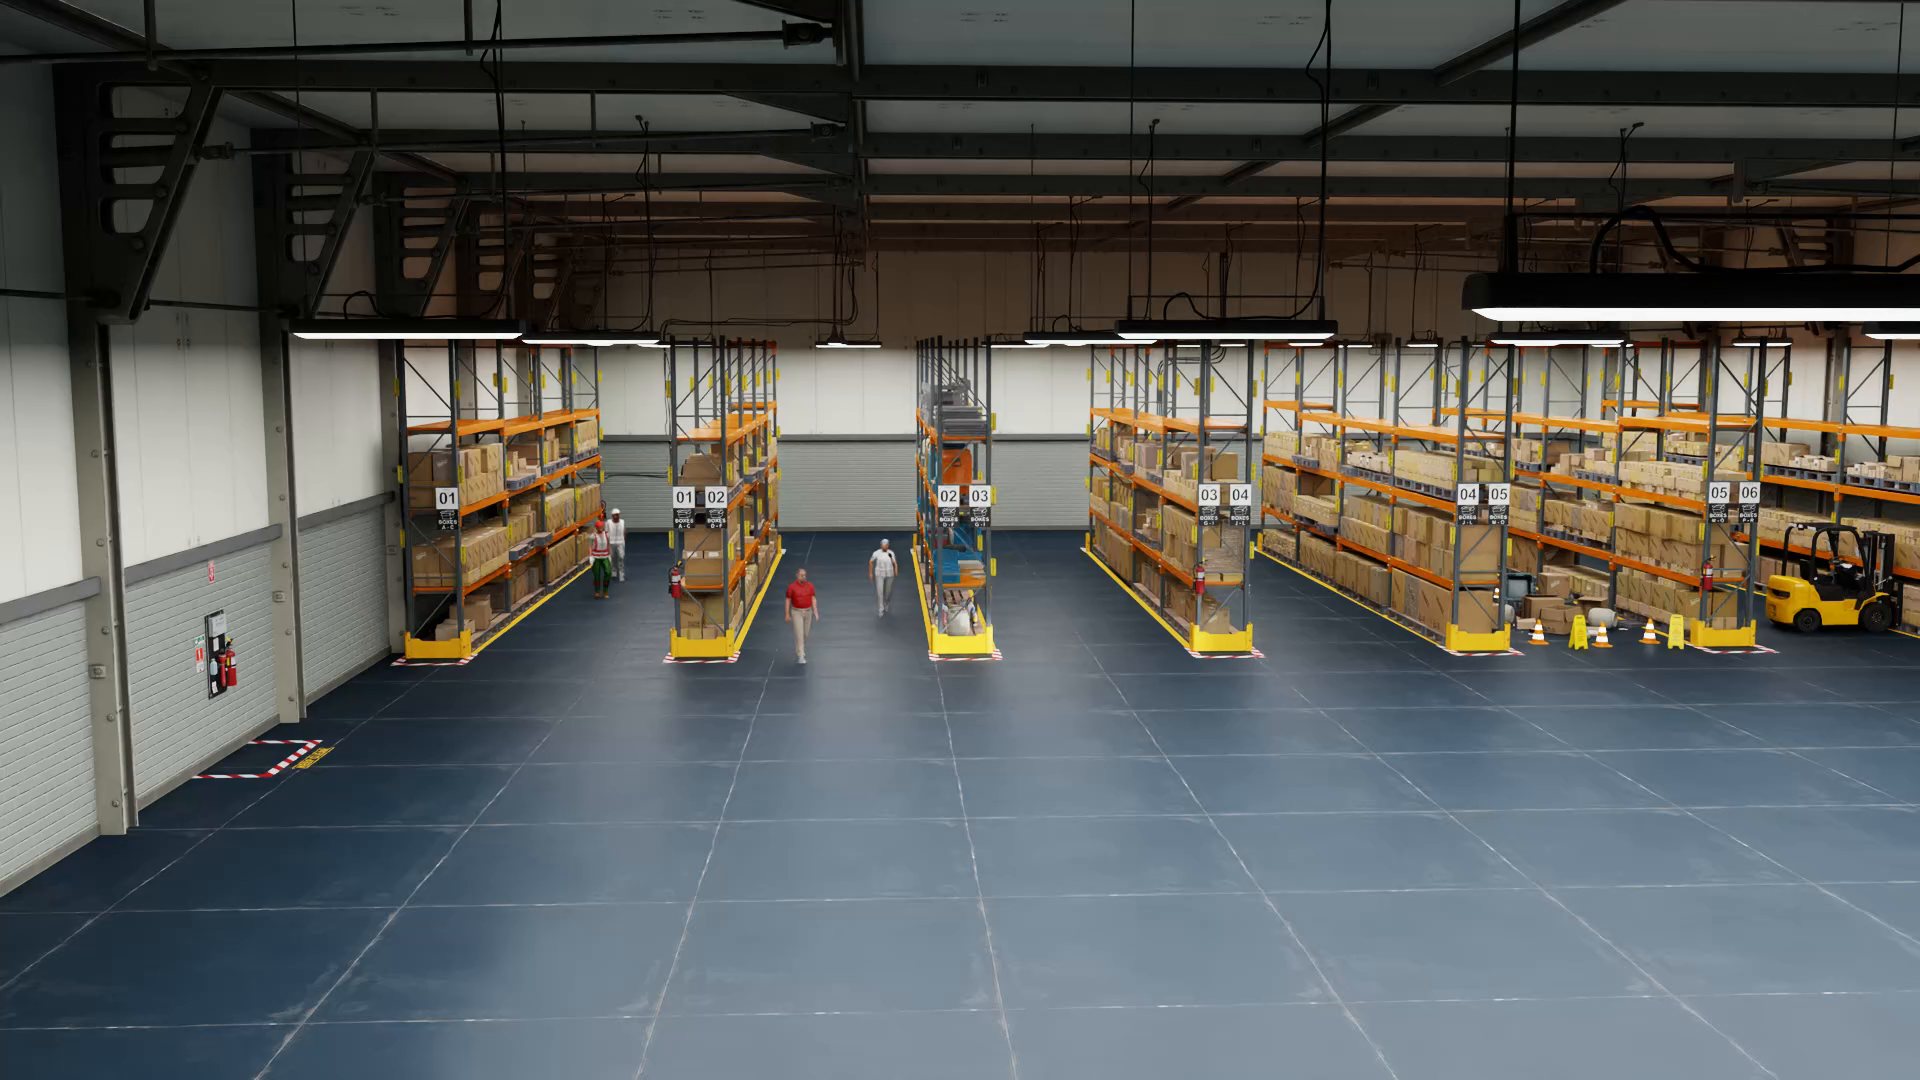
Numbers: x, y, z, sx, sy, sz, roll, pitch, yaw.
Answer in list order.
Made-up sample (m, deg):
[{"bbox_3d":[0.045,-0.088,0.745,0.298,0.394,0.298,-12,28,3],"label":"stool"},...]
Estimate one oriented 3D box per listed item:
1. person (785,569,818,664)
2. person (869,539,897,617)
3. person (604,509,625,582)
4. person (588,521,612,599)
[{"bbox_3d":[-2.924,1.375,30.854,0.562,1.692,0.923,-4,8,-34],"label":"person"},{"bbox_3d":[-1.660,0.810,36.317,0.597,1.671,0.834,-2,7,-15],"label":"person"},{"bbox_3d":[-8.654,0.112,41.717,0.529,1.794,0.843,-1,7,-12],"label":"person"},{"bbox_3d":[-8.349,0.465,38.584,0.569,1.844,0.454,-3,7,-24],"label":"person"}]
